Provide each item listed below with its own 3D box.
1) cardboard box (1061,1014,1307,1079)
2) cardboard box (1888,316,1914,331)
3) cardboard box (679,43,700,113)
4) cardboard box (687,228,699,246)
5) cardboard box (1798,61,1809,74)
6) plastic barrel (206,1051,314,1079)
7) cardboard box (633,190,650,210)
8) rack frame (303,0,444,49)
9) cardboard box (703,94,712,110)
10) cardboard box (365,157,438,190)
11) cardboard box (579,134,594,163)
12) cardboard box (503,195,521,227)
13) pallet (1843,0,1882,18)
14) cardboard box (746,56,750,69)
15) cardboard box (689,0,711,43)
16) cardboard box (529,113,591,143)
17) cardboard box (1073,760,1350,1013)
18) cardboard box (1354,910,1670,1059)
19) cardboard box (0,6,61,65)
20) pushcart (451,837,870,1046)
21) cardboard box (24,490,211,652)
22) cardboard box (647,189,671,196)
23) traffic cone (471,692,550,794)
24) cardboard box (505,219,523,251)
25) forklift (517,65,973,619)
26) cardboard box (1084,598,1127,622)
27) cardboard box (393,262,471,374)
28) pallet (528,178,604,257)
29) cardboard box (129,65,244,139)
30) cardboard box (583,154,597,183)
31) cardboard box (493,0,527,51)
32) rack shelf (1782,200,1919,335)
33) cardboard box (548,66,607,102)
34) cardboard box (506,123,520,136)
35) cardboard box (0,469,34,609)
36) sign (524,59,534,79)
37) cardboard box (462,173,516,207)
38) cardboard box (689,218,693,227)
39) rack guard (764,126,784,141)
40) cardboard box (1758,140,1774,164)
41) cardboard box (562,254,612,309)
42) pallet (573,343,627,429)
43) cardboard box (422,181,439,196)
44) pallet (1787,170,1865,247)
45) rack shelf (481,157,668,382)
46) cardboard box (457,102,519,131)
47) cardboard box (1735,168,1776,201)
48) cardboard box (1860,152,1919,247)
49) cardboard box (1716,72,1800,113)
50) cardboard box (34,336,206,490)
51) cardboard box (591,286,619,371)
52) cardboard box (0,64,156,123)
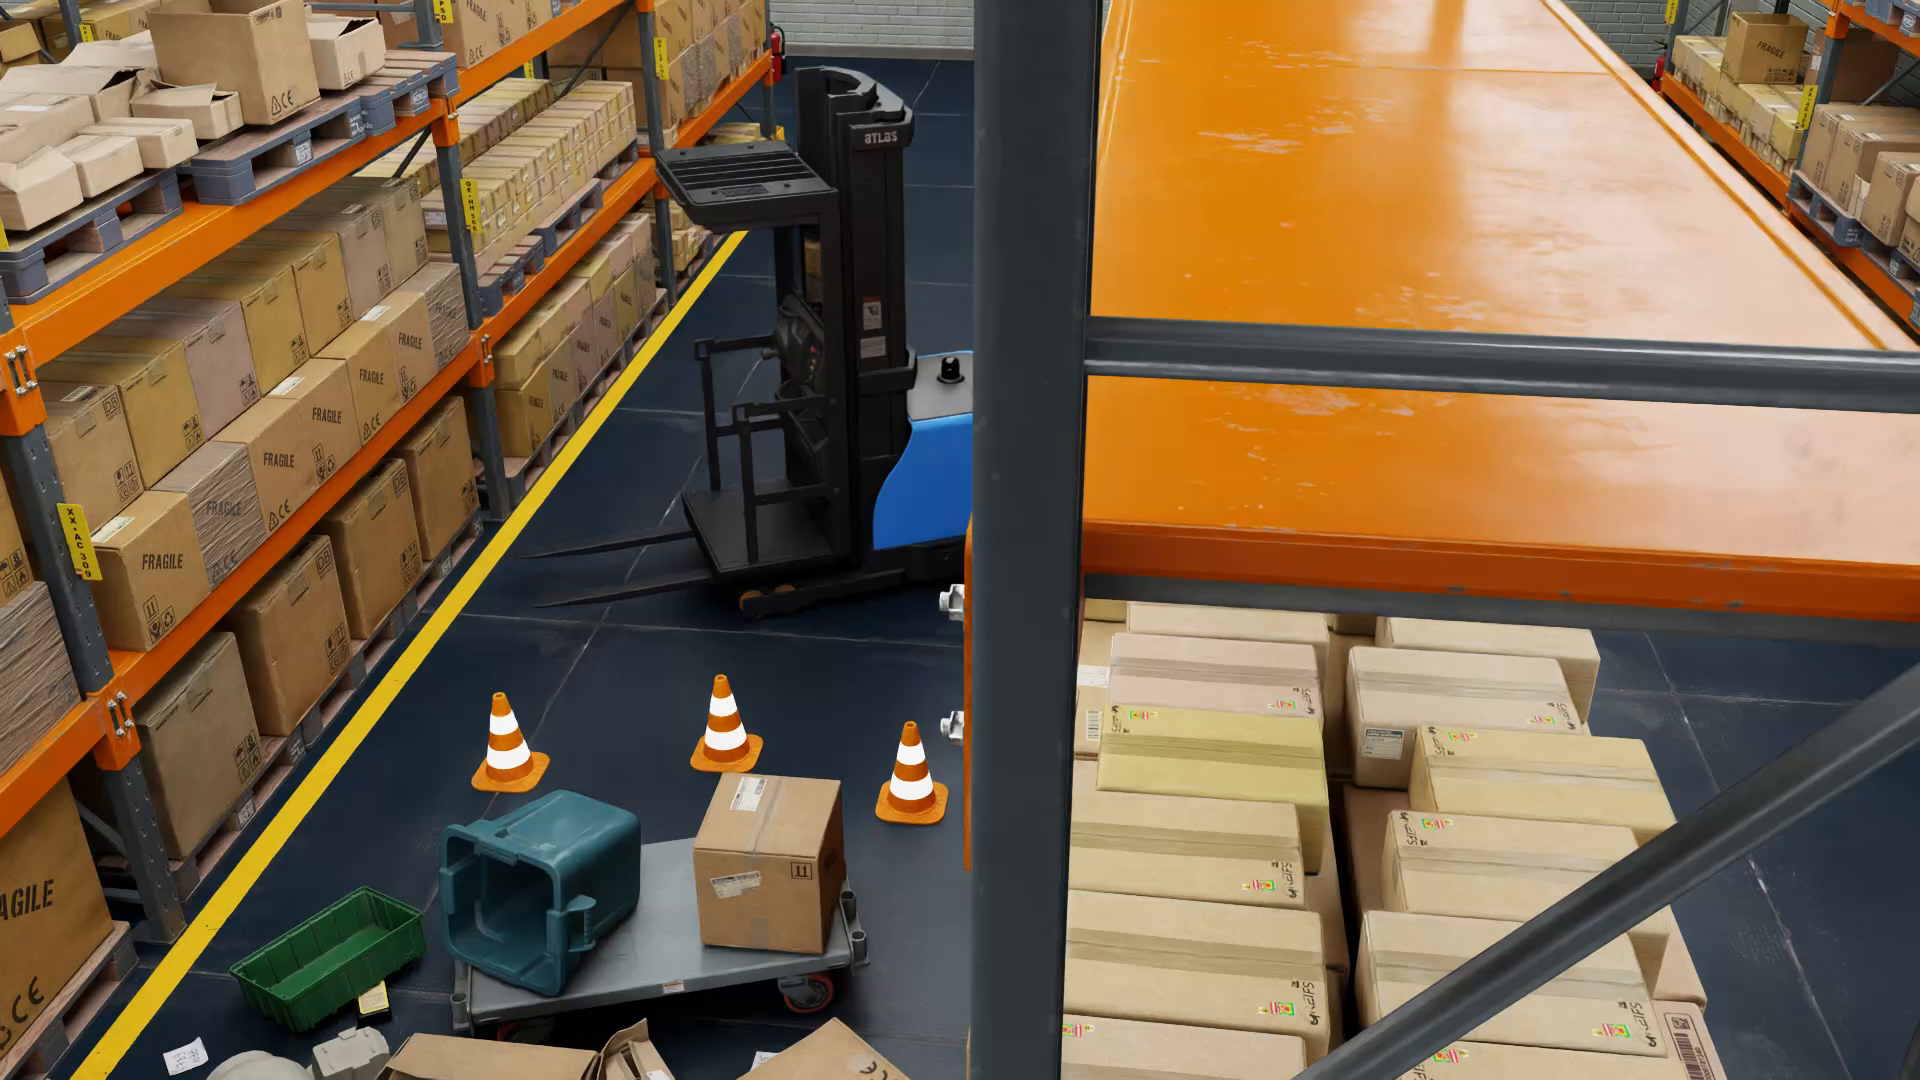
[{"bbox_3d":[0.262,0.779,2.195,0.380,0.149,0.250,4,29,7],"label":"cardboard box"},{"bbox_3d":[6.504,-1.444,11.568,0.380,0.149,0.250,4,29,8],"label":"cardboard box"},{"bbox_3d":[-2.577,-3.999,14.383,0.500,0.500,0.500,3,28,6],"label":"cardboard box"},{"bbox_3d":[-2.567,-2.700,14.954,0.380,0.149,0.250,3,28,6],"label":"cardboard box"},{"bbox_3d":[7.478,-4.086,14.808,0.500,0.250,0.500,4,29,8],"label":"cardboard box"},{"bbox_3d":[-2.538,2.151,6.103,0.421,0.421,0.512,-24,36,-37],"label":"plastic barrel"},{"bbox_3d":[-3.032,-3.104,15.077,0.380,0.149,0.250,4,29,8],"label":"cardboard box"},{"bbox_3d":[-3.432,-4.130,8.721,1.000,3.000,0.127,3,28,6],"label":"rack frame"},{"bbox_3d":[-2.469,-3.999,15.067,0.380,0.149,0.250,5,29,8],"label":"cardboard box"},{"bbox_3d":[-3.733,-2.450,11.122,0.380,0.149,0.250,4,29,8],"label":"cardboard box"},{"bbox_3d":[-2.921,-2.887,12.246,0.380,0.149,0.250,2,28,4],"label":"cardboard box"},{"bbox_3d":[-3.113,-2.164,10.905,0.380,0.149,0.250,2,28,5],"label":"cardboard box"},{"bbox_3d":[6.761,-3.780,11.432,1.213,0.211,1.003,3,28,6],"label":"pallet"},{"bbox_3d":[-2.295,-4.741,16.444,0.380,0.149,0.250,3,28,6],"label":"cardboard box"},{"bbox_3d":[-2.504,-4.666,14.567,0.500,0.500,0.500,4,29,7],"label":"cardboard box"},{"bbox_3d":[-2.928,-3.021,12.182,0.380,0.149,0.250,2,28,5],"label":"cardboard box"},{"bbox_3d":[0.385,0.638,2.876,0.500,0.250,0.500,3,28,6],"label":"cardboard box"},{"bbox_3d":[0.774,0.680,2.378,0.380,0.149,0.250,3,28,6],"label":"cardboard box"},{"bbox_3d":[-8.061,-4.335,14.480,0.500,0.500,0.500,4,29,8],"label":"cardboard box"},{"bbox_3d":[-1.266,1.679,7.028,1.648,0.377,0.936,-6,29,-11],"label":"pushcart"},{"bbox_3d":[-3.590,0.118,7.056,0.500,0.500,0.500,4,29,7],"label":"cardboard box"},{"bbox_3d":[-2.610,-3.086,15.044,0.380,0.149,0.250,3,28,5],"label":"cardboard box"},{"bbox_3d":[-2.259,0.967,8.260,0.336,0.463,0.334,3,28,6],"label":"traffic cone"},{"bbox_3d":[-3.111,-2.016,10.943,0.380,0.149,0.250,5,29,9],"label":"cardboard box"},{"bbox_3d":[-1.106,-1.111,9.514,3.031,2.935,1.130,-10,30,-17],"label":"forklift"},{"bbox_3d":[0.416,0.055,3.538,0.380,0.149,0.250,4,29,7],"label":"cardboard box"},{"bbox_3d":[-3.220,-1.306,9.698,0.500,0.500,0.500,3,28,6],"label":"cardboard box"},{"bbox_3d":[-3.230,-2.339,11.924,1.003,0.211,1.213,3,28,6],"label":"pallet"},{"bbox_3d":[-3.482,-1.965,7.458,0.396,0.266,0.258,3,28,6],"label":"cardboard box"},{"bbox_3d":[-2.917,-2.759,12.323,0.380,0.149,0.250,2,28,4],"label":"cardboard box"},{"bbox_3d":[-3.044,-3.343,10.317,0.500,0.500,0.500,3,28,6],"label":"cardboard box"},{"bbox_3d":[6.665,-1.587,11.084,1.077,0.370,4.000,3,28,6],"label":"rack shelf"},{"bbox_3d":[-3.163,-3.791,13.998,0.500,0.500,0.500,3,28,6],"label":"cardboard box"},{"bbox_3d":[-3.539,-3.053,12.554,0.380,0.149,0.250,2,28,4],"label":"cardboard box"},{"bbox_3d":[-4.001,0.024,6.039,0.875,0.550,0.550,3,28,6],"label":"cardboard box"},{"bbox_3d":[-3.481,-3.781,13.485,0.100,0.325,0.005,3,28,6],"label":"sign"},{"bbox_3d":[-3.118,-2.274,10.795,0.380,0.149,0.250,3,28,6],"label":"cardboard box"},{"bbox_3d":[-2.608,-2.953,15.110,0.380,0.149,0.250,2,28,4],"label":"cardboard box"},{"bbox_3d":[-2.461,-4.119,17.660,1.175,0.500,0.348,3,28,6],"label":"rack guard"},{"bbox_3d":[6.717,-3.147,13.486,0.380,0.149,0.250,4,29,8],"label":"cardboard box"},{"bbox_3d":[-2.909,-1.931,12.365,0.500,0.250,0.500,2,28,4],"label":"cardboard box"},{"bbox_3d":[-3.183,-1.202,12.551,1.003,0.211,1.213,3,28,6],"label":"pallet"},{"bbox_3d":[-3.731,-2.321,11.196,0.380,0.149,0.250,3,29,6],"label":"cardboard box"},{"bbox_3d":[6.704,-2.391,12.020,1.003,0.211,1.213,3,28,6],"label":"pallet"},{"bbox_3d":[-3.187,-2.114,12.062,1.077,0.370,4.000,3,28,6],"label":"rack shelf"},{"bbox_3d":[-3.542,-3.180,12.477,0.380,0.149,0.250,3,28,6],"label":"cardboard box"},{"bbox_3d":[7.088,-3.130,15.382,0.700,0.500,0.500,4,29,8],"label":"cardboard box"},{"bbox_3d":[6.469,-2.246,11.001,0.700,0.500,0.500,3,28,6],"label":"cardboard box"},{"bbox_3d":[6.915,-3.877,14.421,0.500,0.250,0.500,3,28,5],"label":"cardboard box"},{"bbox_3d":[-3.806,-0.567,7.272,0.700,0.500,0.500,3,28,5],"label":"cardboard box"},{"bbox_3d":[-2.913,-1.611,12.562,0.500,0.500,0.500,3,28,5],"label":"cardboard box"},{"bbox_3d":[-3.925,-1.955,7.391,0.500,0.311,0.500,2,28,4],"label":"cardboard box"}]
